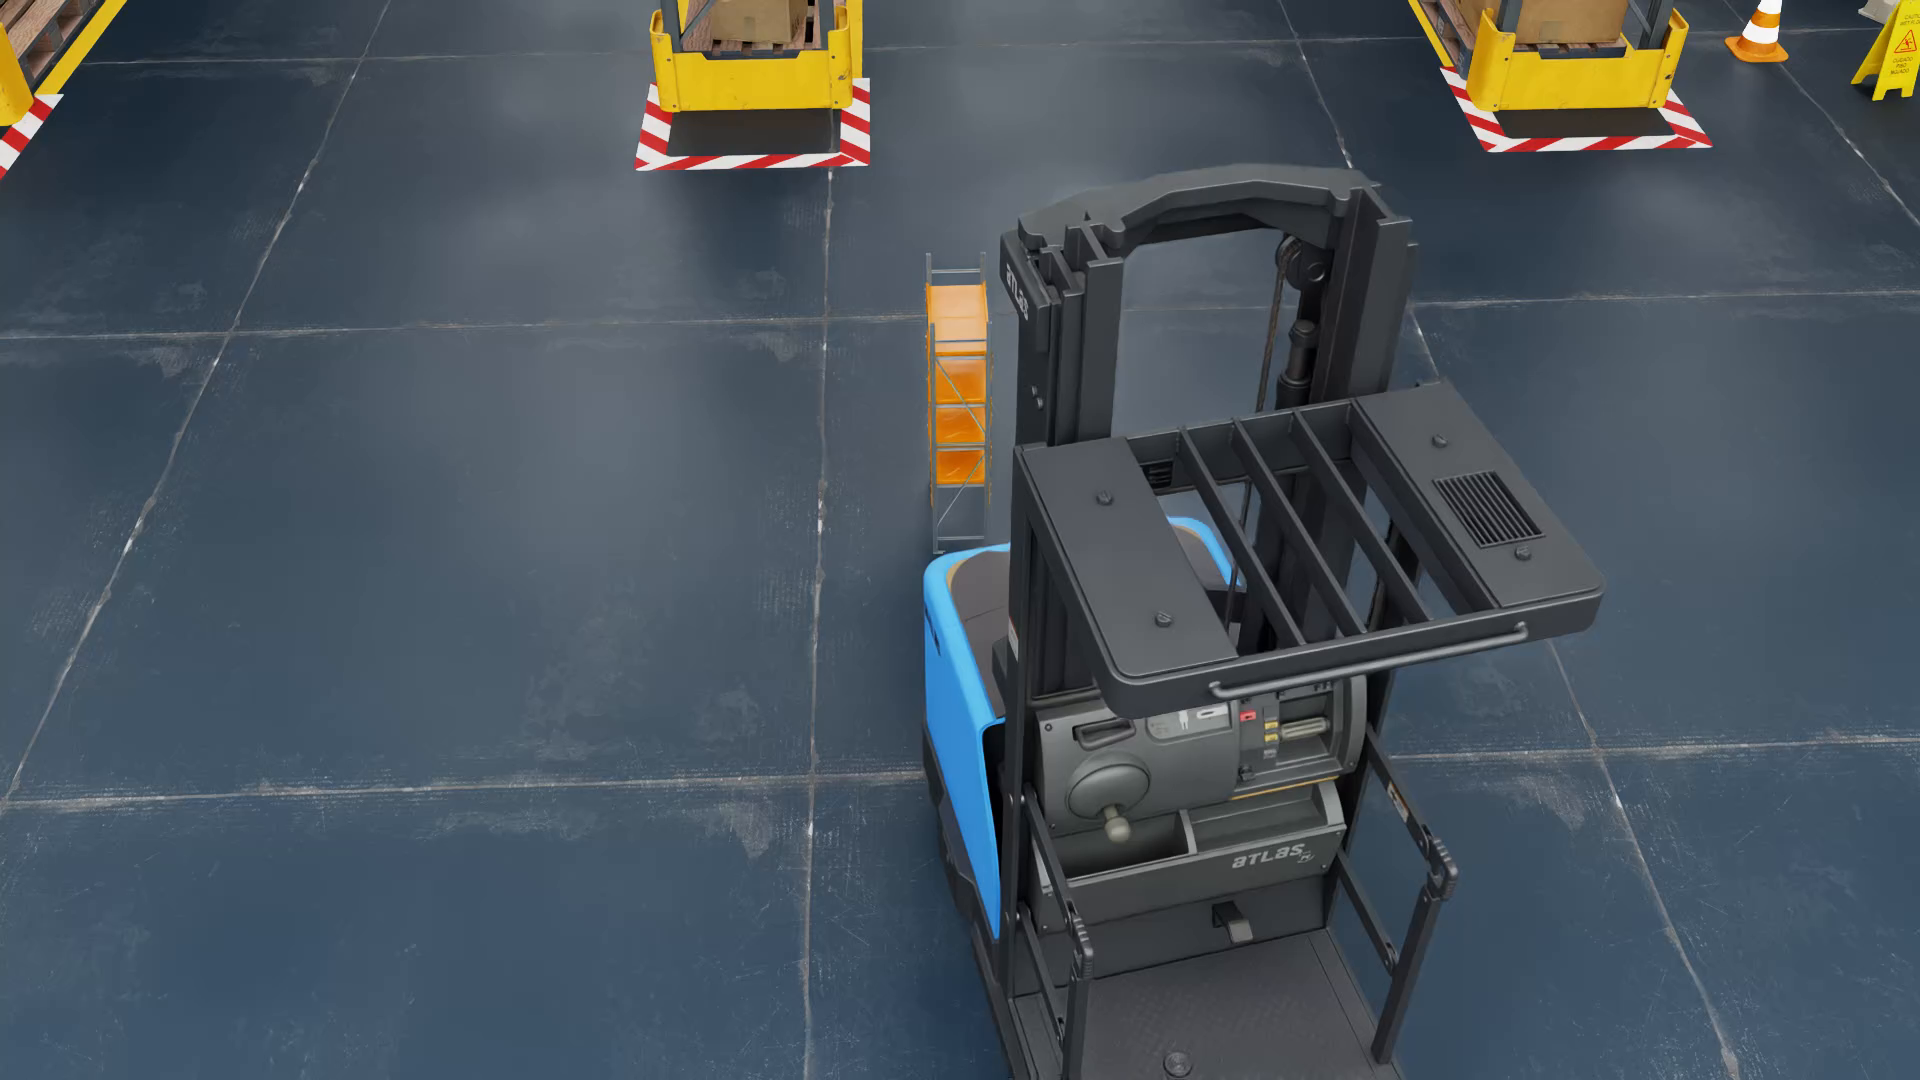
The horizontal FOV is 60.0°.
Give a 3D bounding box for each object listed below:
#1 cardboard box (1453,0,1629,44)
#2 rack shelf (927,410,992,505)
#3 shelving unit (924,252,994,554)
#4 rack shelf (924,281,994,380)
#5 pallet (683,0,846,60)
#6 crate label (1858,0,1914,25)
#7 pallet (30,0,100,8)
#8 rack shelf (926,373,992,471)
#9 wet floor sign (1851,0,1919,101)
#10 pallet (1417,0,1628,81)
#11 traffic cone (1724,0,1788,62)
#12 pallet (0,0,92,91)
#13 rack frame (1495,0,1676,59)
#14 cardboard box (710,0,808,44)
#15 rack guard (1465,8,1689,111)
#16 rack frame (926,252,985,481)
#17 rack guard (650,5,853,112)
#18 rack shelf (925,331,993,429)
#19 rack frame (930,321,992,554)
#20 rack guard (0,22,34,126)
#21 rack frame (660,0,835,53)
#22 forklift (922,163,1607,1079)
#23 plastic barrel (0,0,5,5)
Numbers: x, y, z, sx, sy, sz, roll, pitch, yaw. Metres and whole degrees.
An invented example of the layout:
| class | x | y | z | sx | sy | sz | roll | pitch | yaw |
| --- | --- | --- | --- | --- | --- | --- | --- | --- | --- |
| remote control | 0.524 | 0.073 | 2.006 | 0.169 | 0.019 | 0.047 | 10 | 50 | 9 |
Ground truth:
| class | x | y | z | sx | sy | sz | roll | pitch | yaw |
| --- | --- | --- | --- | --- | --- | --- | --- | --- | --- |
| cardboard box | 3.622 | -3.681 | 10.307 | 0.875 | 0.875 | 0.875 | -1 | 43 | -2 |
| rack shelf | -0.007 | -0.358 | 7.146 | 0.258 | 0.148 | 0.480 | -2 | 43 | -2 |
| shelving unit | -0.007 | -0.554 | 6.966 | 0.258 | 1.200 | 0.503 | -2 | 43 | -2 |
| rack shelf | -0.007 | -0.844 | 6.701 | 0.258 | 0.148 | 0.480 | -2 | 43 | -2 |
| pallet | -1.245 | -3.352 | 10.751 | 1.003 | 0.211 | 1.213 | -2 | 43 | -2 |
| crate label | 6.161 | -3.529 | 10.999 | 0.250 | 0.136 | 0.298 | -23 | 47 | -23 |
| pallet | -6.320 | -4.029 | 11.490 | 1.003 | 0.211 | 1.213 | -2 | 43 | -2 |
| rack shelf | -0.007 | -0.504 | 7.012 | 0.258 | 0.148 | 0.480 | -2 | 43 | -2 |
| wet floor sign | 5.696 | -3.023 | 10.070 | 0.267 | 0.644 | 0.232 | -8 | 43 | -9 |
| pallet | 3.605 | -3.363 | 10.763 | 1.003 | 0.211 | 1.213 | -2 | 43 | -2 |
| traffic cone | 5.113 | -3.317 | 10.527 | 0.336 | 0.463 | 0.334 | -2 | 43 | -2 |
| pallet | -6.271 | -3.208 | 10.593 | 1.003 | 0.211 | 1.213 | -2 | 43 | -2 |
| rack frame | 3.717 | -3.853 | 9.234 | 1.000 | 3.000 | 0.127 | -2 | 43 | -2 |
| cardboard box | -1.253 | -3.435 | 10.316 | 0.500 | 0.500 | 0.500 | 6 | 43 | 6 |
| rack guard | 3.718 | -2.916 | 10.061 | 1.175 | 0.500 | 0.348 | -2 | 43 | -2 |
| rack frame | -0.017 | -0.719 | 7.146 | 0.240 | 1.200 | 0.015 | -2 | 43 | -2 |
| rack guard | -1.246 | -2.909 | 10.054 | 1.175 | 0.500 | 0.348 | -2 | 43 | -2 |
| rack shelf | -0.007 | -0.669 | 6.861 | 0.258 | 0.148 | 0.480 | -2 | 43 | -2 |
| rack frame | 0.003 | -0.389 | 6.787 | 0.240 | 1.200 | 0.015 | -2 | 43 | -2 |
| rack guard | -6.242 | -2.766 | 9.897 | 1.175 | 0.500 | 0.348 | -2 | 43 | -2 |
| rack frame | -1.243 | -3.779 | 9.153 | 1.000 | 3.000 | 0.127 | -2 | 43 | -2 |
| forklift | 0.721 | 0.652 | 4.369 | 1.130 | 2.935 | 3.031 | -10 | 43 | -10 |
| plastic barrel | -6.317 | -3.655 | 10.548 | 0.421 | 0.512 | 0.421 | 0 | 43 | 0 |
